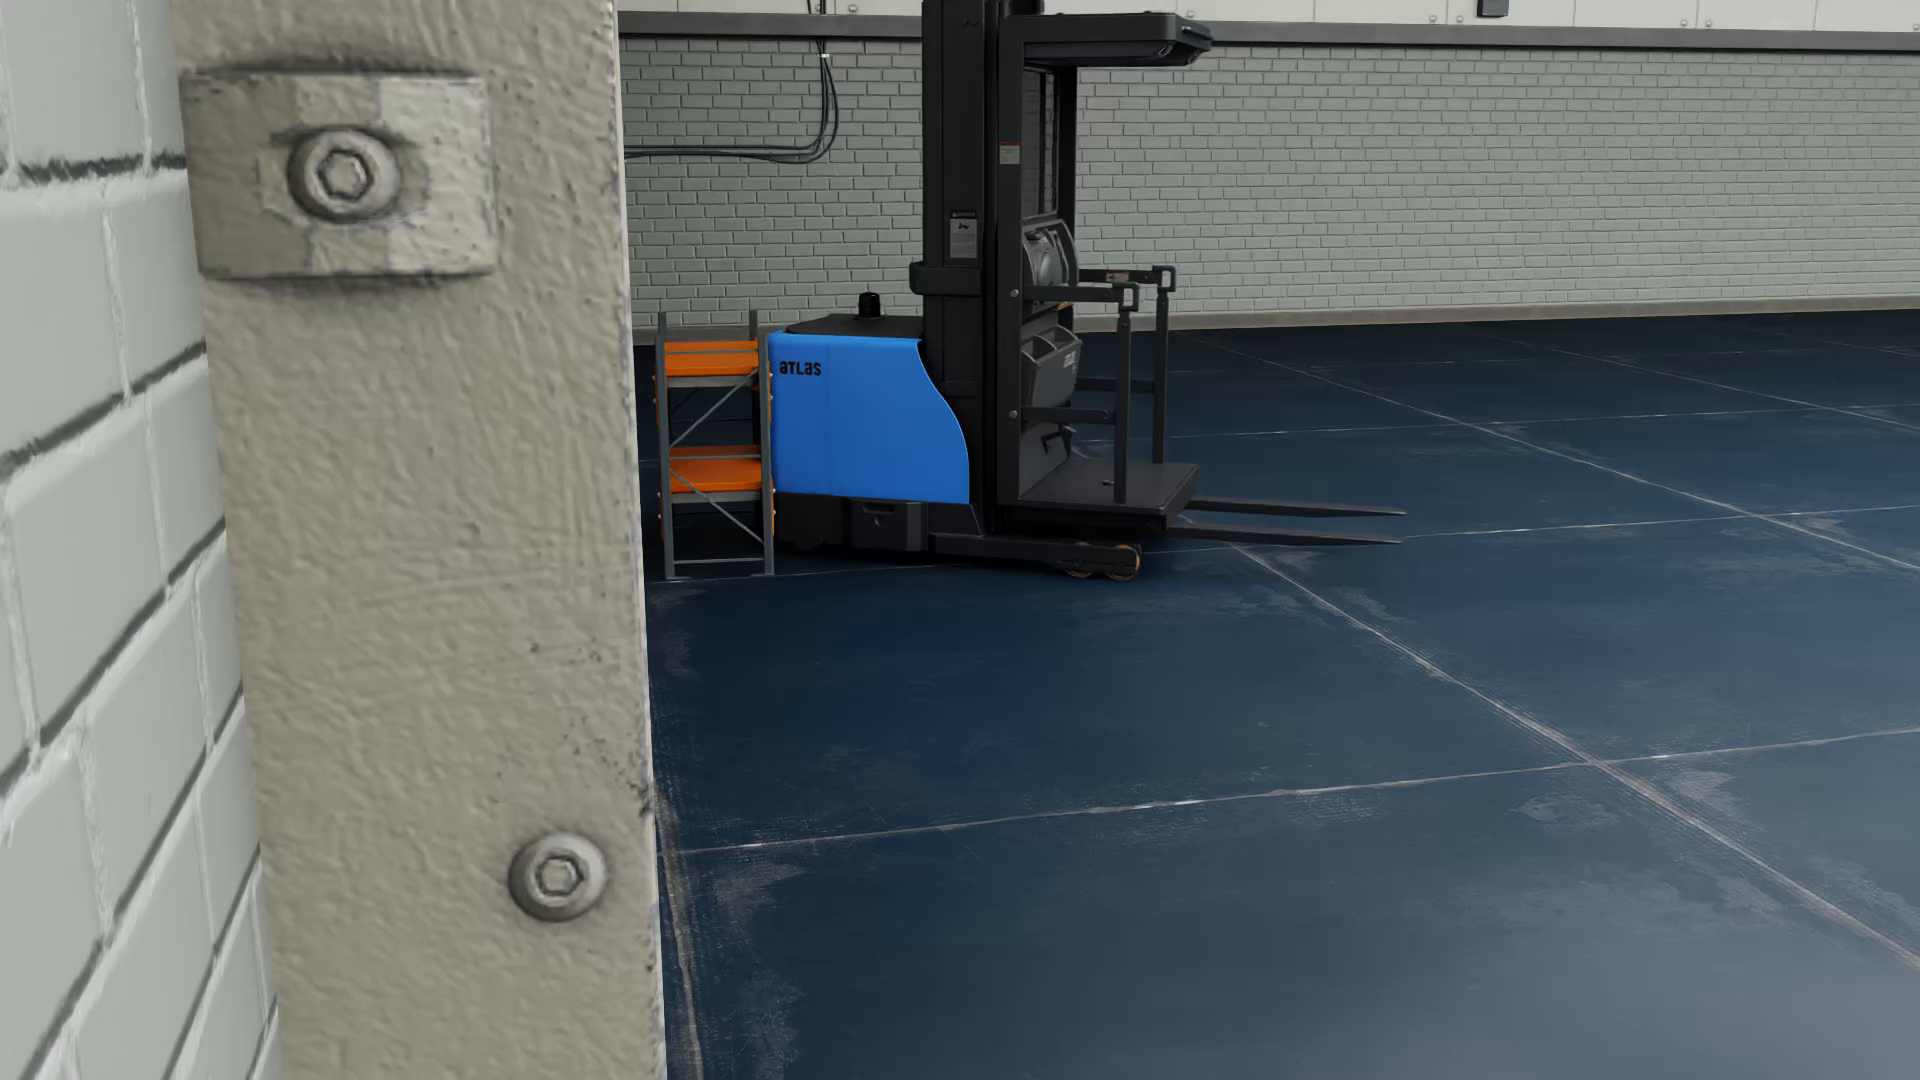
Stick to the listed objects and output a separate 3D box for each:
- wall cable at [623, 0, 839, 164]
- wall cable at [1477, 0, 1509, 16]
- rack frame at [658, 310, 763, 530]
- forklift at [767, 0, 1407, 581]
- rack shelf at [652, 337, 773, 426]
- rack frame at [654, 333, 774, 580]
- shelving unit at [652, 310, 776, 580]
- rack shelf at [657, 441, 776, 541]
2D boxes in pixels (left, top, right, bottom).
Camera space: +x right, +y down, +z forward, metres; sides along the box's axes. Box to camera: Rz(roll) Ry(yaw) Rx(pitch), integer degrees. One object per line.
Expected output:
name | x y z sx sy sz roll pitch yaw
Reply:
wall cable | -2.670 -4.778 15.565 3.097 2.526 0.112 -3 14 -13
wall cable | 6.562 -8.464 16.944 2.305 6.003 0.169 -3 14 -13
rack frame | -1.279 -0.613 8.567 0.500 1.125 0.032 -2 14 -9
forklift | 0.620 -1.375 7.879 3.031 2.935 1.130 4 14 16
rack shelf | -1.198 -0.778 8.010 0.538 0.278 1.000 -2 14 -9
rack frame | -1.117 -0.375 7.592 0.500 1.125 0.032 -2 14 -9
shelving unit | -1.198 -0.494 8.079 0.538 1.125 1.048 -2 14 -9
rack shelf | -1.198 -0.257 8.137 0.538 0.278 1.000 -2 14 -9
